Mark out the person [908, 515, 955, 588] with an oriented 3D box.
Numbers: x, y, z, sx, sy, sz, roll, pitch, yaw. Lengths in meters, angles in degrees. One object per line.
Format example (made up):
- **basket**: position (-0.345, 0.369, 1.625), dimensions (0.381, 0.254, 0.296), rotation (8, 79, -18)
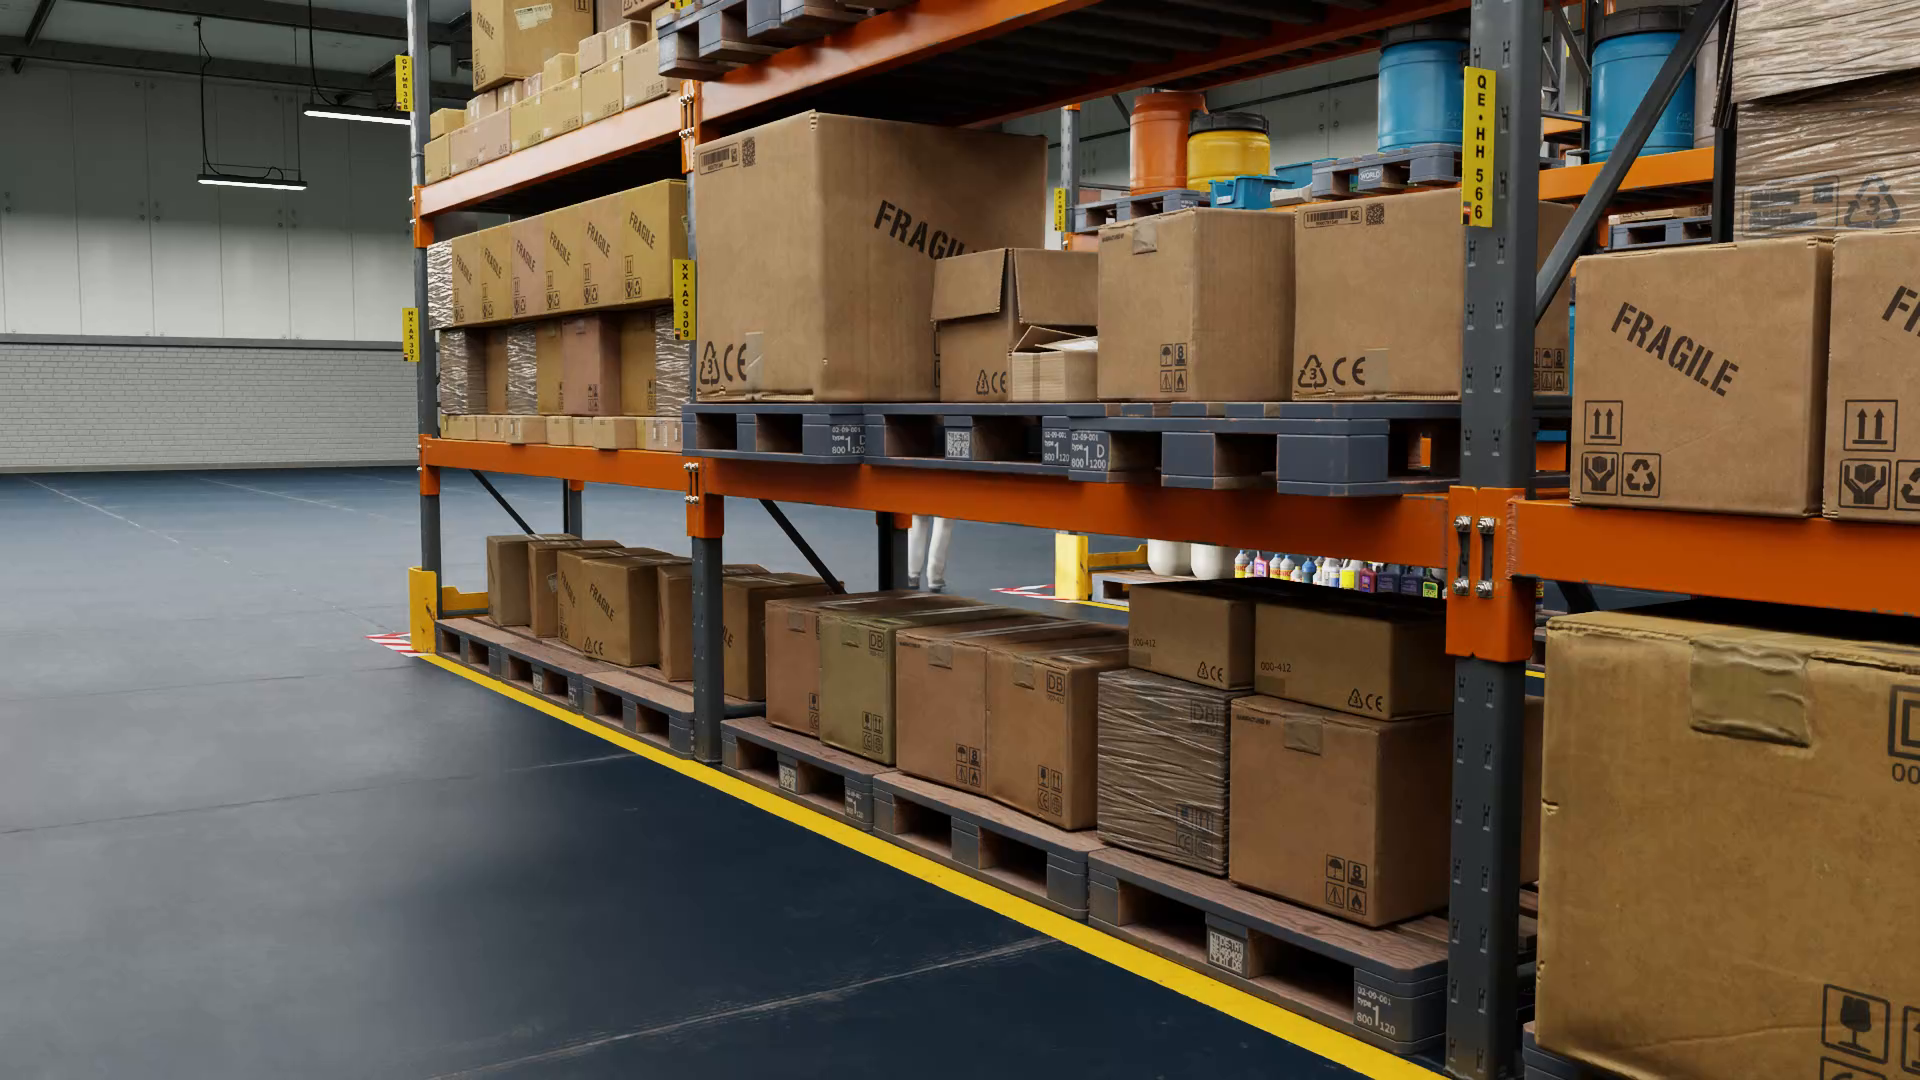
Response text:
- **person**: position (-0.184, -0.446, 13.618), dimensions (0.588, 1.808, 0.595), rotation (0, 5, 5)
